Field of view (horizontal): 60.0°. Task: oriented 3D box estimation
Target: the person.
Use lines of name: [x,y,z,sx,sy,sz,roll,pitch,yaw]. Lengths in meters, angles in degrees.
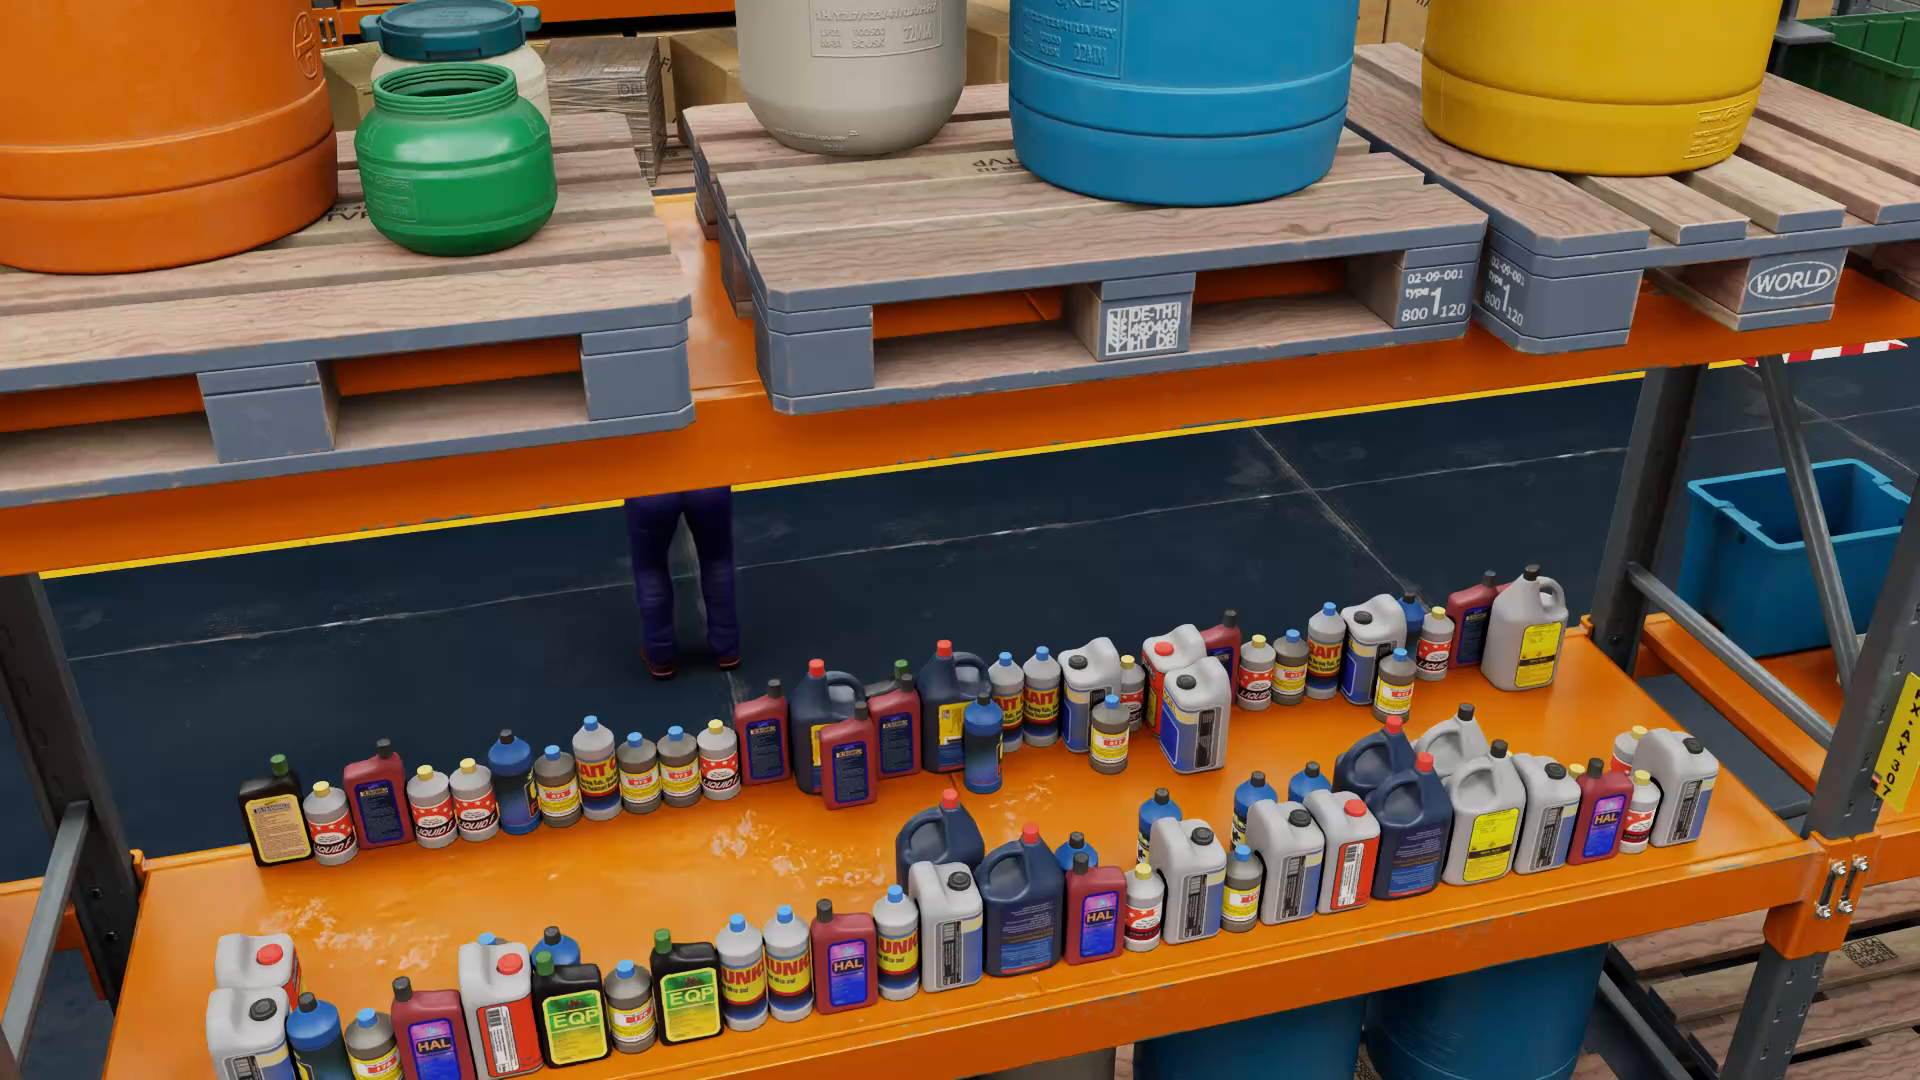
person: [-1.139,-0.238,6.573,0.435,1.633,0.529,-8,31,-14]
